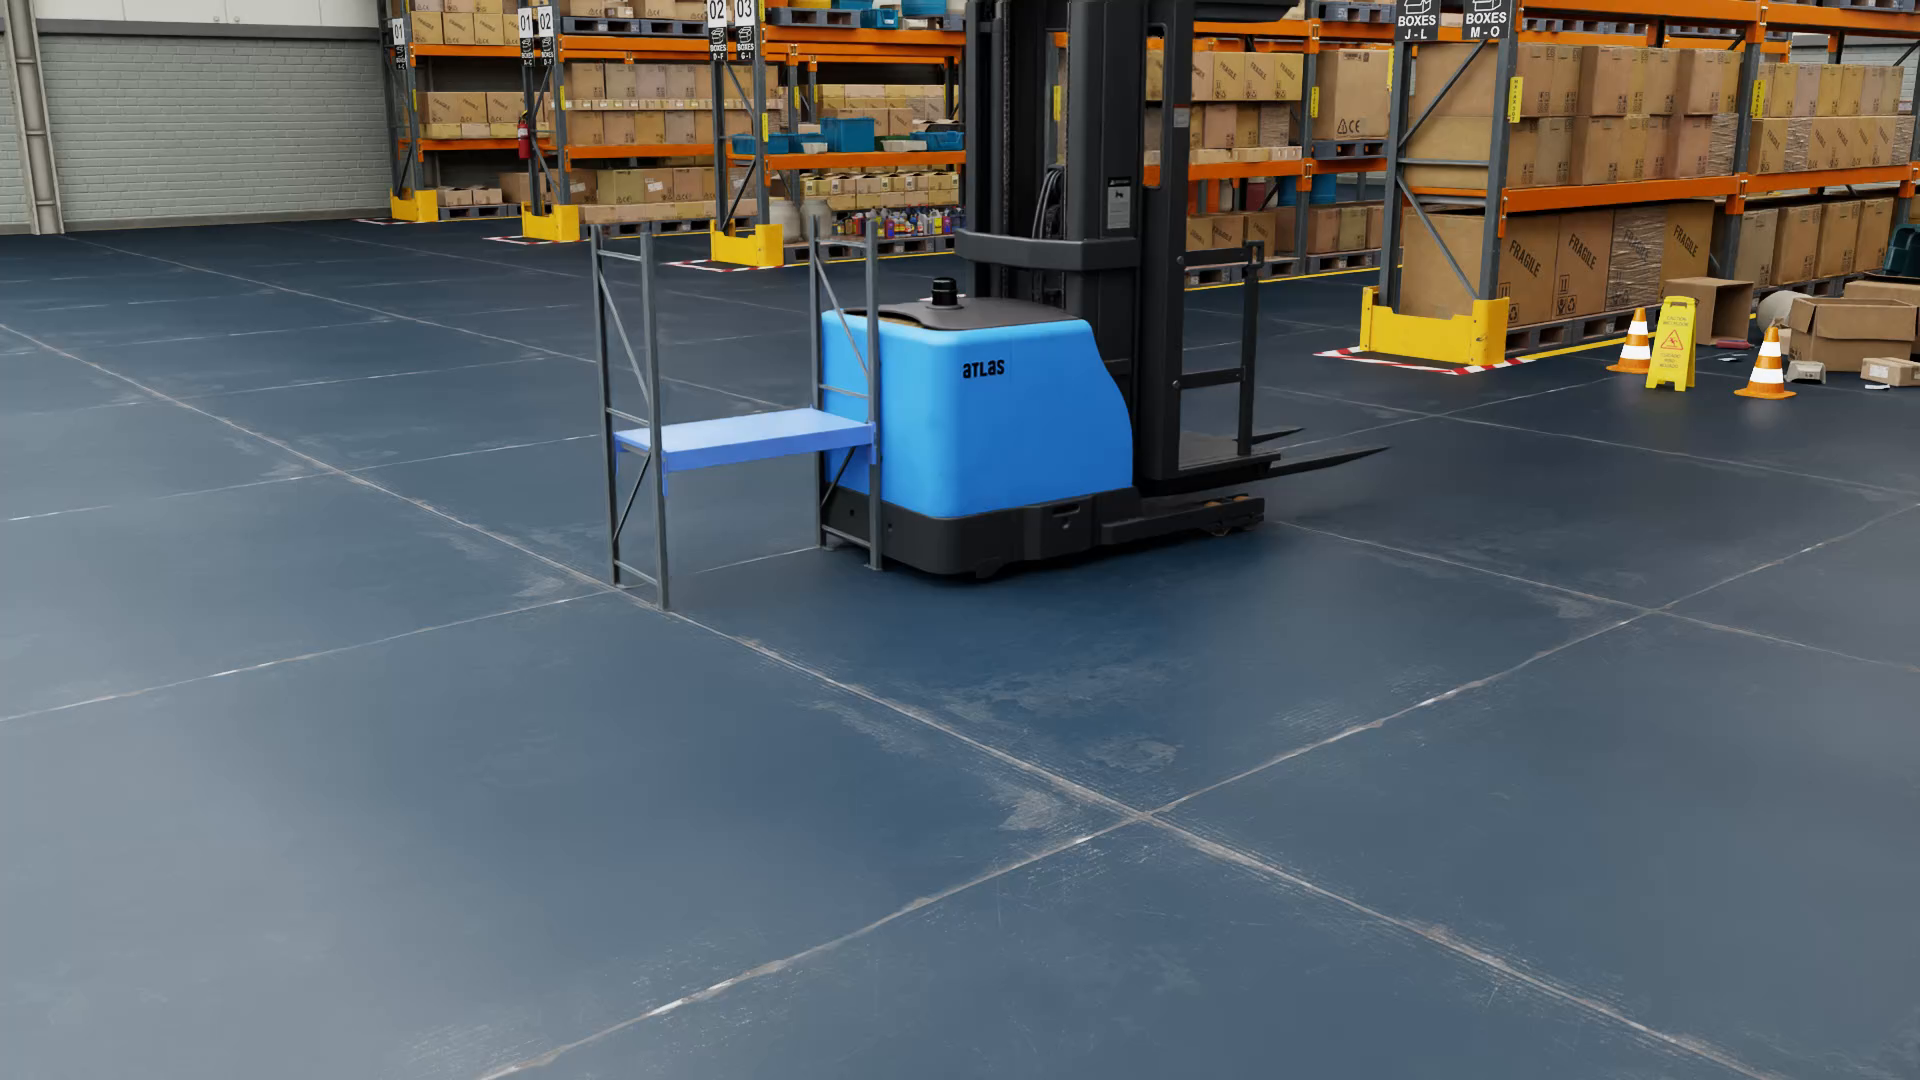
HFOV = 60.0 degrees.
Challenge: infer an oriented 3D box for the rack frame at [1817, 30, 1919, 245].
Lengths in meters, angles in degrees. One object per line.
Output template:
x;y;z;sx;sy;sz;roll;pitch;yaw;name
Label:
9.798;-4.278;17.952;0.127;3.000;1.000;-13;19;-39;rack frame

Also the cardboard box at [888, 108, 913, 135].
-1.137;-6.951;27.765;0.500;0.500;0.500;-14;20;-42;cardboard box

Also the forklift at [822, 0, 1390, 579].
0.836;-1.530;7.798;3.031;2.935;1.130;-11;18;-35;forklift

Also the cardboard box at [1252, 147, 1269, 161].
3.208;-4.297;18.510;0.250;0.149;0.380;-13;19;-39;cardboard box

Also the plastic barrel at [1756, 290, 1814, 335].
6.931;-1.865;13.911;0.421;0.421;0.512;0;15;-1;plastic barrel

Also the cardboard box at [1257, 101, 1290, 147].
3.220;-4.711;18.803;0.500;0.500;0.875;-13;19;-39;cardboard box

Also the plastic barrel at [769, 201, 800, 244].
-2.222;-3.997;20.908;0.421;0.512;0.421;0;15;0;plastic barrel

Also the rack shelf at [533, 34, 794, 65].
-4.408;-7.275;24.754;4.000;0.370;1.077;-13;19;-39;rack shelf

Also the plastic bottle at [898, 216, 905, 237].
-0.762;-4.085;21.667;0.097;0.271;0.097;0;15;0;plastic bottle

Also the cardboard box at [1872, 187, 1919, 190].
10.909;-3.973;19.388;0.500;0.250;0.500;-12;19;-38;cardboard box

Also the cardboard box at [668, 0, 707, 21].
-4.225;-8.027;24.892;0.637;0.503;0.797;-10;18;-33;cardboard box

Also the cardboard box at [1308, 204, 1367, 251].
4.450;-3.765;20.023;0.500;0.500;0.700;-13;20;-40;cardboard box

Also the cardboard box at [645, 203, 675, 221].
-4.614;-4.927;24.895;0.500;0.250;0.500;-13;19;-39;cardboard box

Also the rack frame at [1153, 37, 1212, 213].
3.367;-6.225;25.241;0.127;3.000;1.000;-13;19;-39;rack frame

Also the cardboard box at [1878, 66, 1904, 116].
9.452;-4.735;17.533;0.500;0.500;0.700;-13;20;-40;cardboard box

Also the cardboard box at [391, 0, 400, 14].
-9.018;-8.912;27.321;0.500;0.500;0.500;-12;19;-37;cardboard box

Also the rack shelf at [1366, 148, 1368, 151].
7.893;-6.894;29.139;4.000;0.370;1.077;-13;19;-39;rack shelf

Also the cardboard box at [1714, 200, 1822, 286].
7.920;-3.002;16.720;0.750;0.750;1.050;-13;19;-39;cardboard box

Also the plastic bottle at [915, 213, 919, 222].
-0.531;-4.189;22.030;0.133;0.283;0.061;-13;19;-39;plastic bottle

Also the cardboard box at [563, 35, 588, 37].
-6.763;-8.766;28.711;0.500;0.500;0.500;14;20;42;cardboard box

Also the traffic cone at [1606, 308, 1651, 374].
5.095;-1.510;12.508;0.334;0.463;0.336;-13;19;-39;traffic cone

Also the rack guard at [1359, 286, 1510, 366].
3.744;-1.711;13.186;0.348;0.500;1.175;-13;19;-39;rack guard

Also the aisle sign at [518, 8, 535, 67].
-6.160;-7.136;23.617;0.004;0.787;0.394;-13;19;-39;aisle sign

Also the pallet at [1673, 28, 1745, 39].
11.179;-7.687;25.074;1.213;0.211;1.003;-13;19;-39;pallet

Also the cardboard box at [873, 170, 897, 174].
-1.247;-6.127;28.303;0.500;0.311;0.500;-13;20;-41;cardboard box

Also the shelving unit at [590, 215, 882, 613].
-0.911;-0.563;6.953;1.048;1.500;0.538;-11;18;-35;shelving unit

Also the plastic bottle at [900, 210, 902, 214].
-0.827;-4.340;22.595;0.133;0.283;0.061;-12;19;-37;plastic bottle

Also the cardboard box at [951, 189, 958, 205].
-0.119;-5.928;28.643;0.500;0.250;0.500;-12;19;-38;cardboard box

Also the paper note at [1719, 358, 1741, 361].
6.029;-1.415;12.993;0.142;0.017;0.144;-6;16;-20;paper note

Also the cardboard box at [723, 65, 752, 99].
-3.611;-7.025;25.529;0.500;0.500;0.700;-13;20;-39;cardboard box

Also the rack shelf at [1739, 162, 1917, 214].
8.289;-3.591;16.777;4.000;0.370;1.077;-13;19;-39;rack shelf

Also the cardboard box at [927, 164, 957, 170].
-0.524;-7.860;34.715;0.750;0.750;0.750;-12;19;-39;cardboard box

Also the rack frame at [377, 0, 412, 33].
-9.172;-9.697;26.614;0.127;3.000;1.000;-13;19;-39;rack frame

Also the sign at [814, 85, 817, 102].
-2.773;-8.571;31.933;0.005;0.325;0.100;-13;19;-39;sign

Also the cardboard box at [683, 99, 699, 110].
-4.121;-6.526;24.917;0.250;0.149;0.380;-12;19;-38;cardboard box

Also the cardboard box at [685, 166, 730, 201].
-3.866;-5.460;25.439;0.500;0.500;0.500;-13;19;-39;cardboard box

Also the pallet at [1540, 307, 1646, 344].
5.234;-1.932;14.573;1.213;0.211;1.003;-13;19;-39;pallet

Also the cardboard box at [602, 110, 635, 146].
-5.164;-6.049;24.391;0.500;0.500;0.700;-12;19;-38;cardboard box

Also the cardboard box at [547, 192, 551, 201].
-7.374;-6.044;29.236;0.380;0.149;0.250;14;20;42;cardboard box

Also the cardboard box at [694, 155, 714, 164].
-4.890;-7.135;31.188;0.500;0.250;0.500;-13;20;-41;cardboard box

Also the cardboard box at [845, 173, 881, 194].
-1.654;-5.851;27.269;0.500;0.311;0.500;-14;20;-41;cardboard box

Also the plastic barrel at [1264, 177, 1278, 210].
4.944;-5.616;26.970;0.421;0.512;0.421;0;15;0;plastic barrel

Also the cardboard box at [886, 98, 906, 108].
-1.438;-8.648;33.505;0.500;0.500;0.500;-12;19;-38;cardboard box

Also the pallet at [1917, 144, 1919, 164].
10.265;-4.327;18.507;1.003;0.211;1.213;-13;19;-39;pallet

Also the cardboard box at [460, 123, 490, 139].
-8.213;-6.847;27.823;0.500;0.250;0.500;-13;20;-41;cardboard box

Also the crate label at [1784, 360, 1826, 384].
6.133;-1.221;12.055;0.250;0.136;0.298;5;16;18;crate label

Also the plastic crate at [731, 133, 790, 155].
-2.487;-4.941;20.722;0.616;0.251;0.499;-13;19;-39;plastic crate

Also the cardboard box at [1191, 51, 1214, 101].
2.308;-4.875;17.479;0.500;0.500;0.500;-13;19;-39;cardboard box

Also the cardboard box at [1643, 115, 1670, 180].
5.625;-3.442;14.532;0.550;0.550;0.875;-13;19;-39;cardboard box

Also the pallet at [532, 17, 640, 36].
-5.367;-7.356;23.834;1.213;0.211;1.003;-13;19;-39;pallet

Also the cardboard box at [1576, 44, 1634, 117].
4.934;-3.752;13.599;0.550;0.550;0.875;-13;19;-39;cardboard box

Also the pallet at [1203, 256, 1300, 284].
3.117;-3.115;19.003;1.213;0.211;1.003;-13;19;-39;pallet

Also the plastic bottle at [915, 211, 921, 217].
-0.562;-4.338;22.610;0.097;0.271;0.097;0;15;0;plastic bottle
